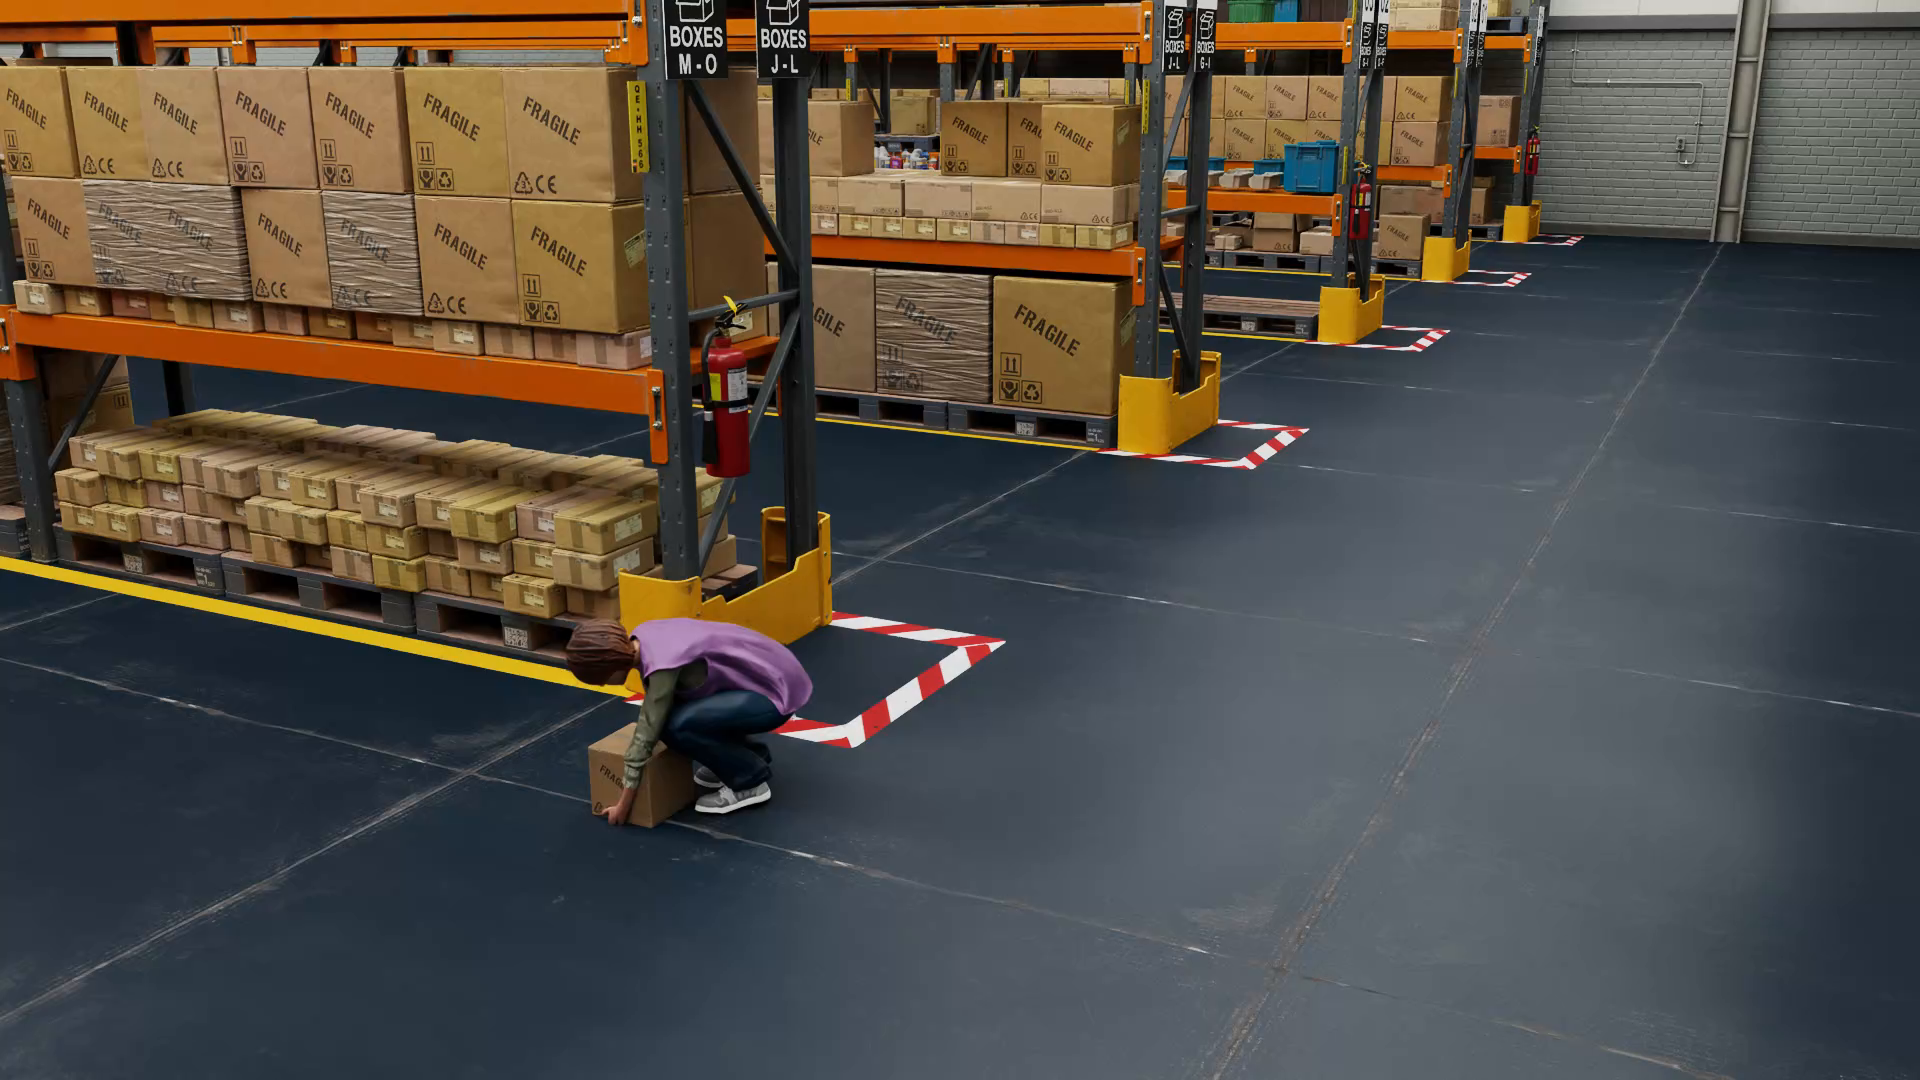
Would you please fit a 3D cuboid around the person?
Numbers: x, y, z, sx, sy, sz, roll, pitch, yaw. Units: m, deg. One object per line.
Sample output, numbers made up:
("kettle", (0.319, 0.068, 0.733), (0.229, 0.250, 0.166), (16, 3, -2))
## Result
("person", (-0.913, 0.603, 5.699), (0.830, 0.773, 0.432), (-5, 17, -17))
